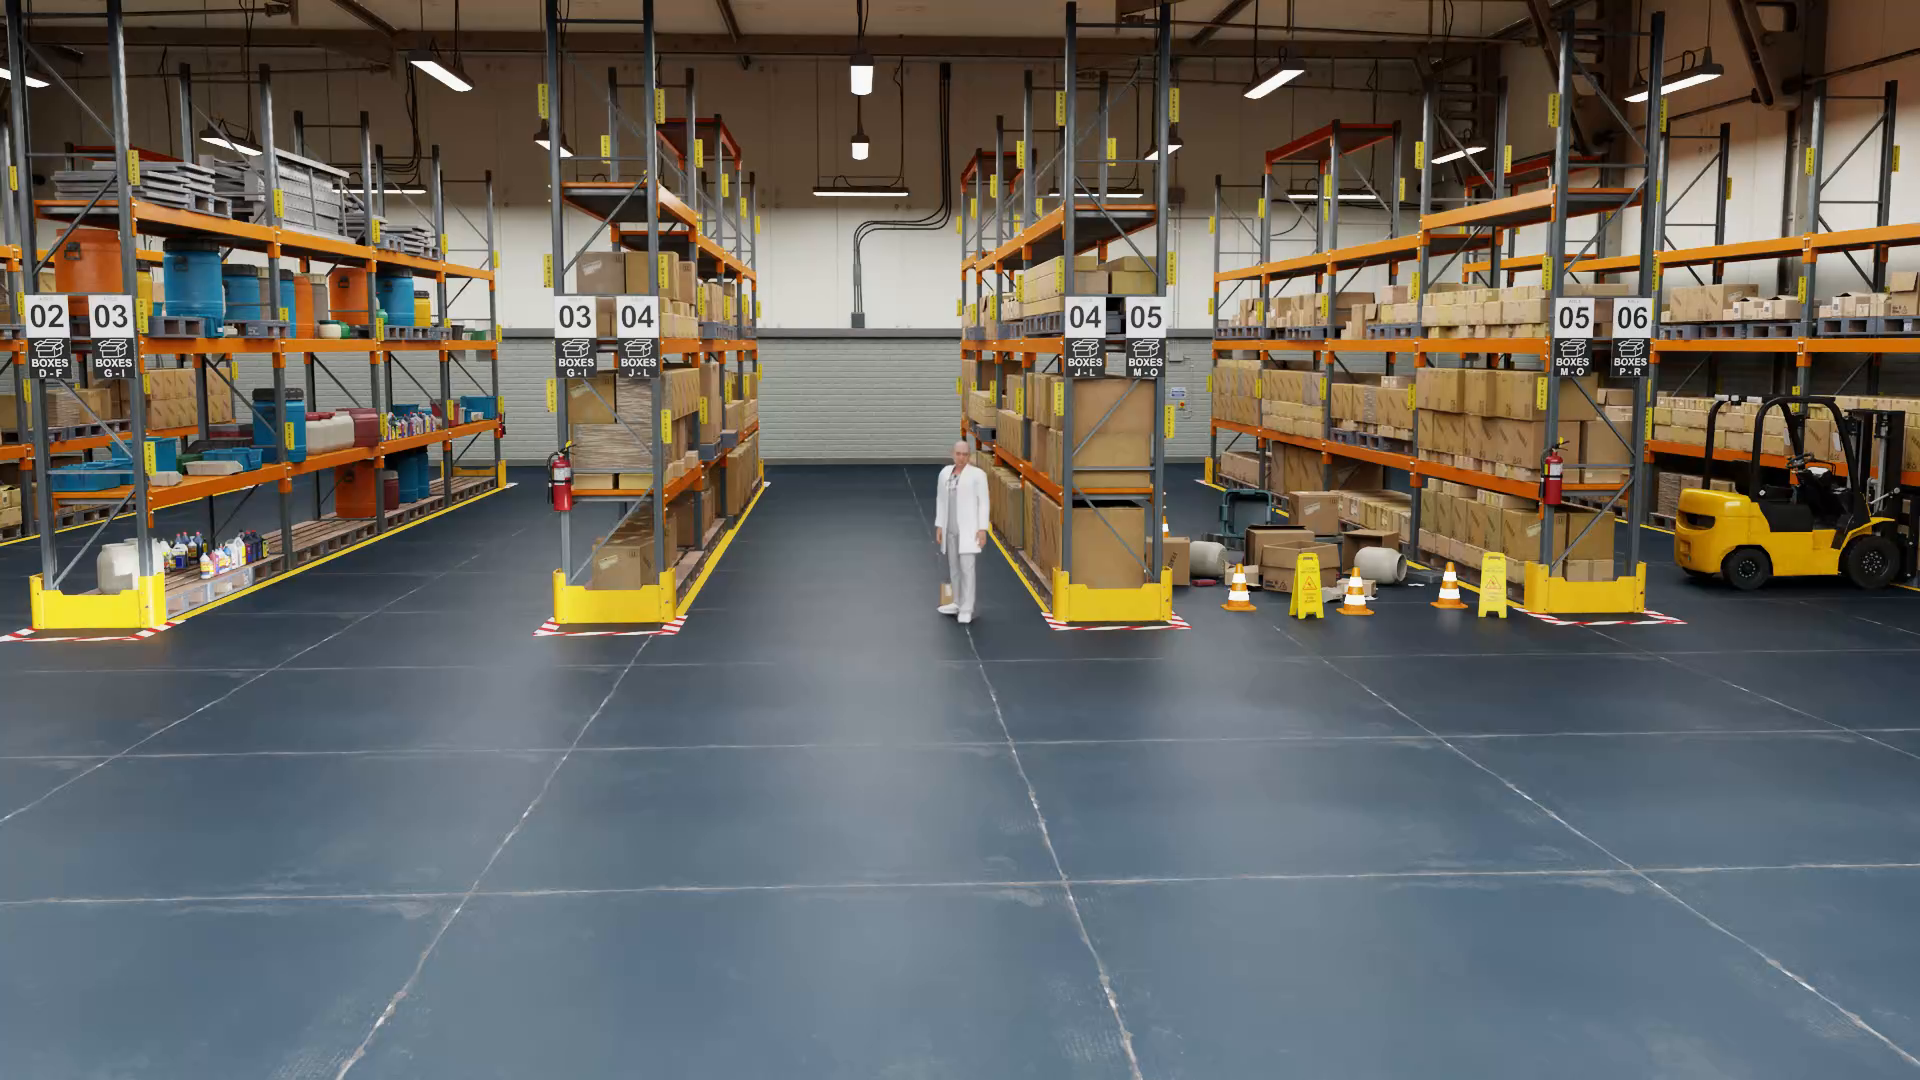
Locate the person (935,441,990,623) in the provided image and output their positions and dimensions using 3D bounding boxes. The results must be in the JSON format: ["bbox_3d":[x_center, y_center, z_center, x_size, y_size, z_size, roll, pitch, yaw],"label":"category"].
[{"bbox_3d":[0.006,-0.097,16.545,0.599,1.781,0.606,5,8,35],"label":"person"}]
